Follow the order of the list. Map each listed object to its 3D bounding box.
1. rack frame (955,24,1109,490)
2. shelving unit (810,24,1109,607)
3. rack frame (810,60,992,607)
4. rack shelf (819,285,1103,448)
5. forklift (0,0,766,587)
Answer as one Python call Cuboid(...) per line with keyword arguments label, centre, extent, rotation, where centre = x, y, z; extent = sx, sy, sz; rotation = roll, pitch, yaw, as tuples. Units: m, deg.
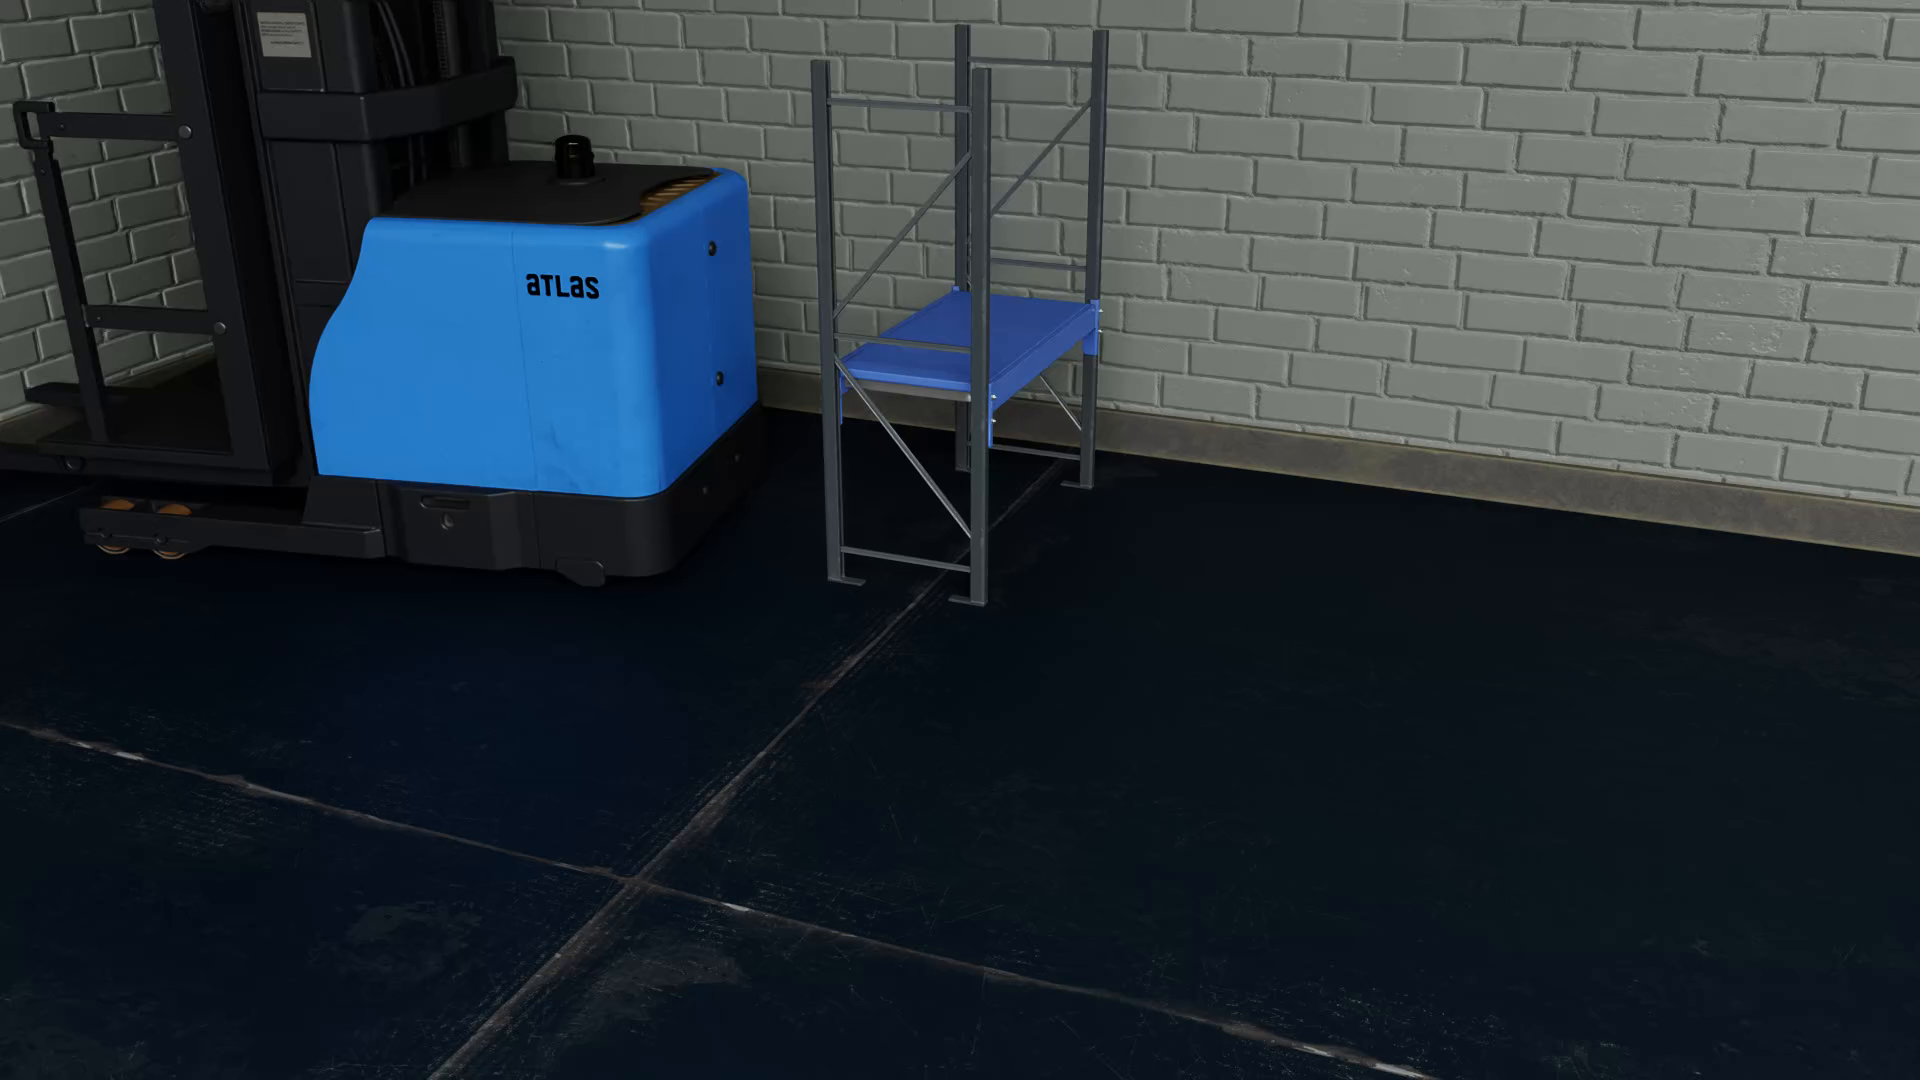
Cuboid(label="rack frame", centre=(0.221, -0.904, 5.470), extent=(0.500, 1.500, 0.032), rotation=(9, 24, 20))
Cuboid(label="shelving unit", centre=(0.032, -0.723, 5.034), extent=(0.538, 1.500, 1.048), rotation=(9, 24, 20))
Cuboid(label="rack frame", centre=(-0.157, -0.541, 4.598), extent=(0.500, 1.500, 0.032), rotation=(9, 24, 20))
Cuboid(label="rack shelf", centre=(0.032, -0.557, 5.103), extent=(0.538, 0.185, 1.000), rotation=(9, 24, 20))
Cuboid(label="forklift", centre=(-2.232, -1.486, 5.005), extent=(3.031, 2.935, 1.130), rotation=(5, 23, 11))
